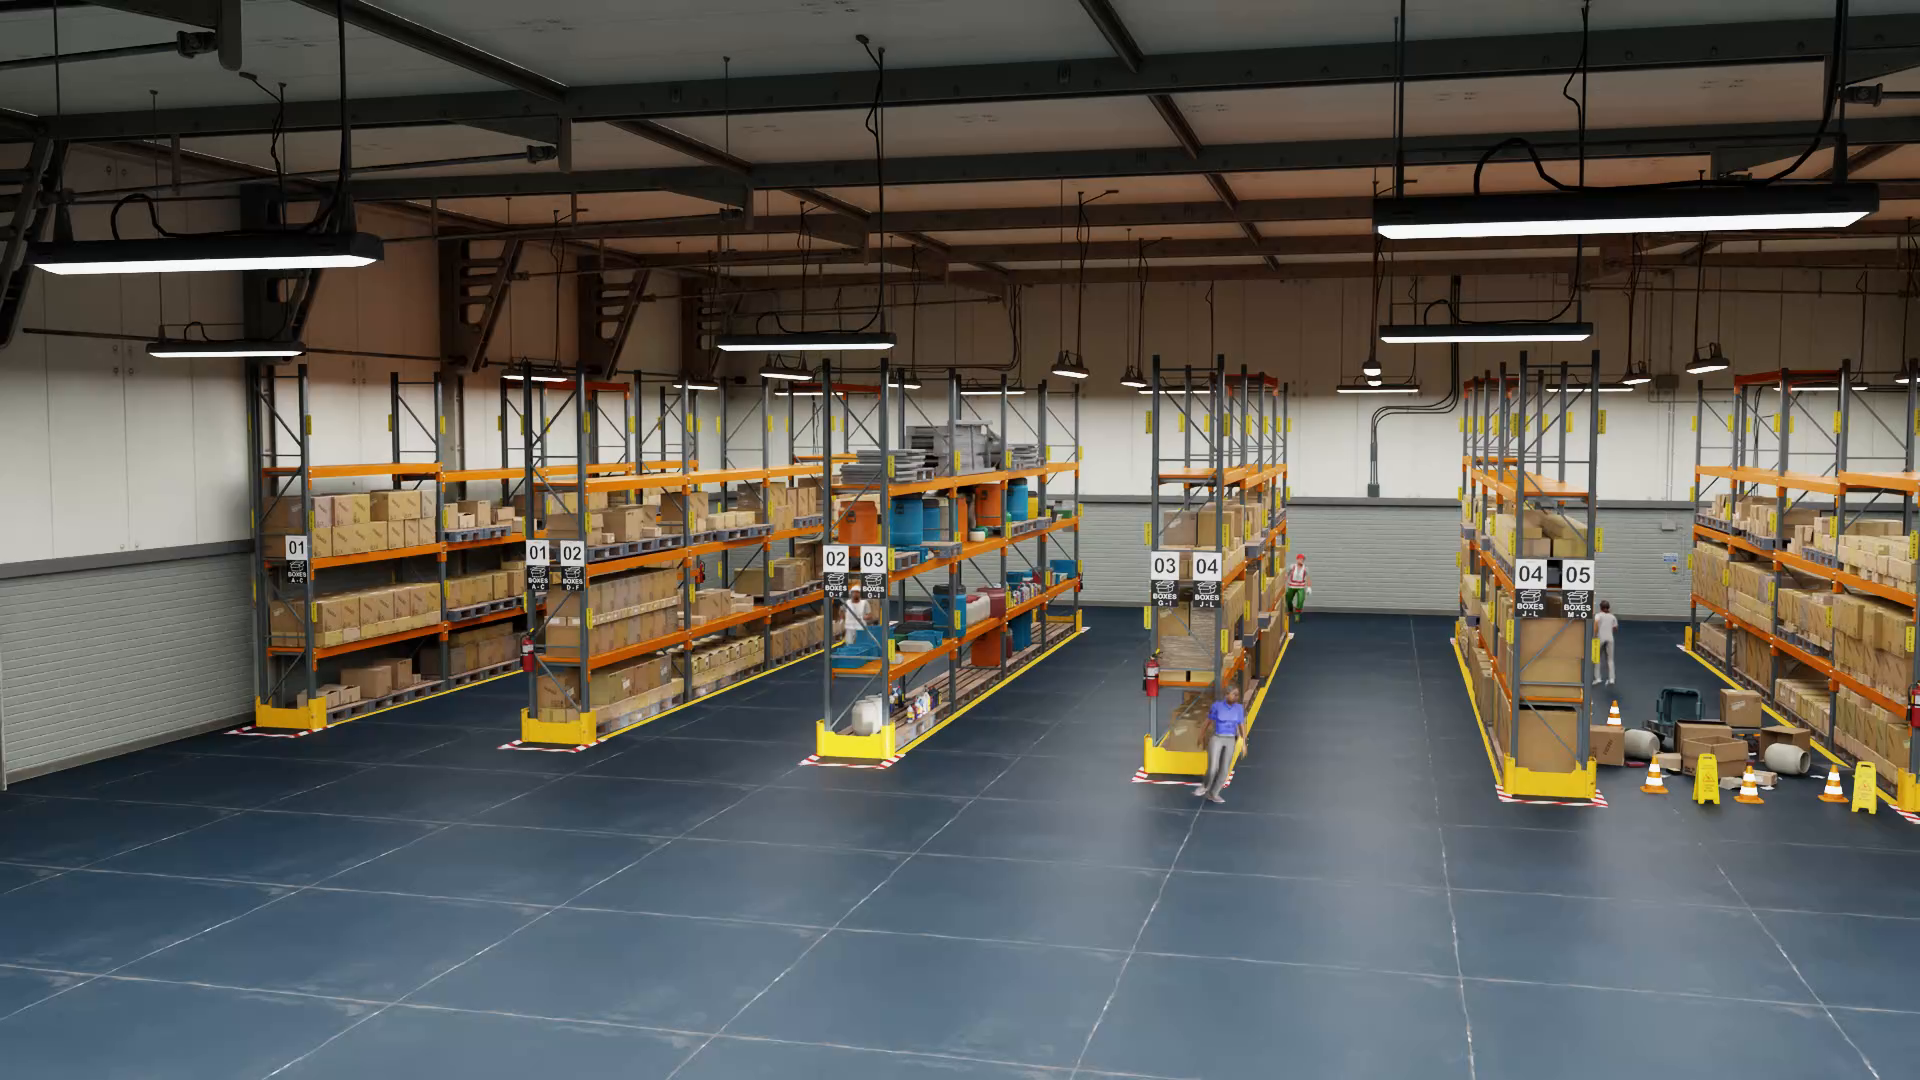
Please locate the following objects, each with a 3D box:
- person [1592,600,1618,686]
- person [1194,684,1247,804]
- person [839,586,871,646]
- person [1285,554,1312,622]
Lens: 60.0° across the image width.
[{"bbox_3d":[12.325,1.992,31.789,0.561,1.640,0.954,1,4,9],"label":"person"},{"bbox_3d":[3.448,2.733,22.006,0.614,1.527,0.539,-1,4,-12],"label":"person"},{"bbox_3d":[-2.113,1.812,33.379,0.665,1.791,0.707,0,4,-1],"label":"person"},{"bbox_3d":[8.586,1.207,42.511,0.783,1.733,0.782,1,4,11],"label":"person"}]
